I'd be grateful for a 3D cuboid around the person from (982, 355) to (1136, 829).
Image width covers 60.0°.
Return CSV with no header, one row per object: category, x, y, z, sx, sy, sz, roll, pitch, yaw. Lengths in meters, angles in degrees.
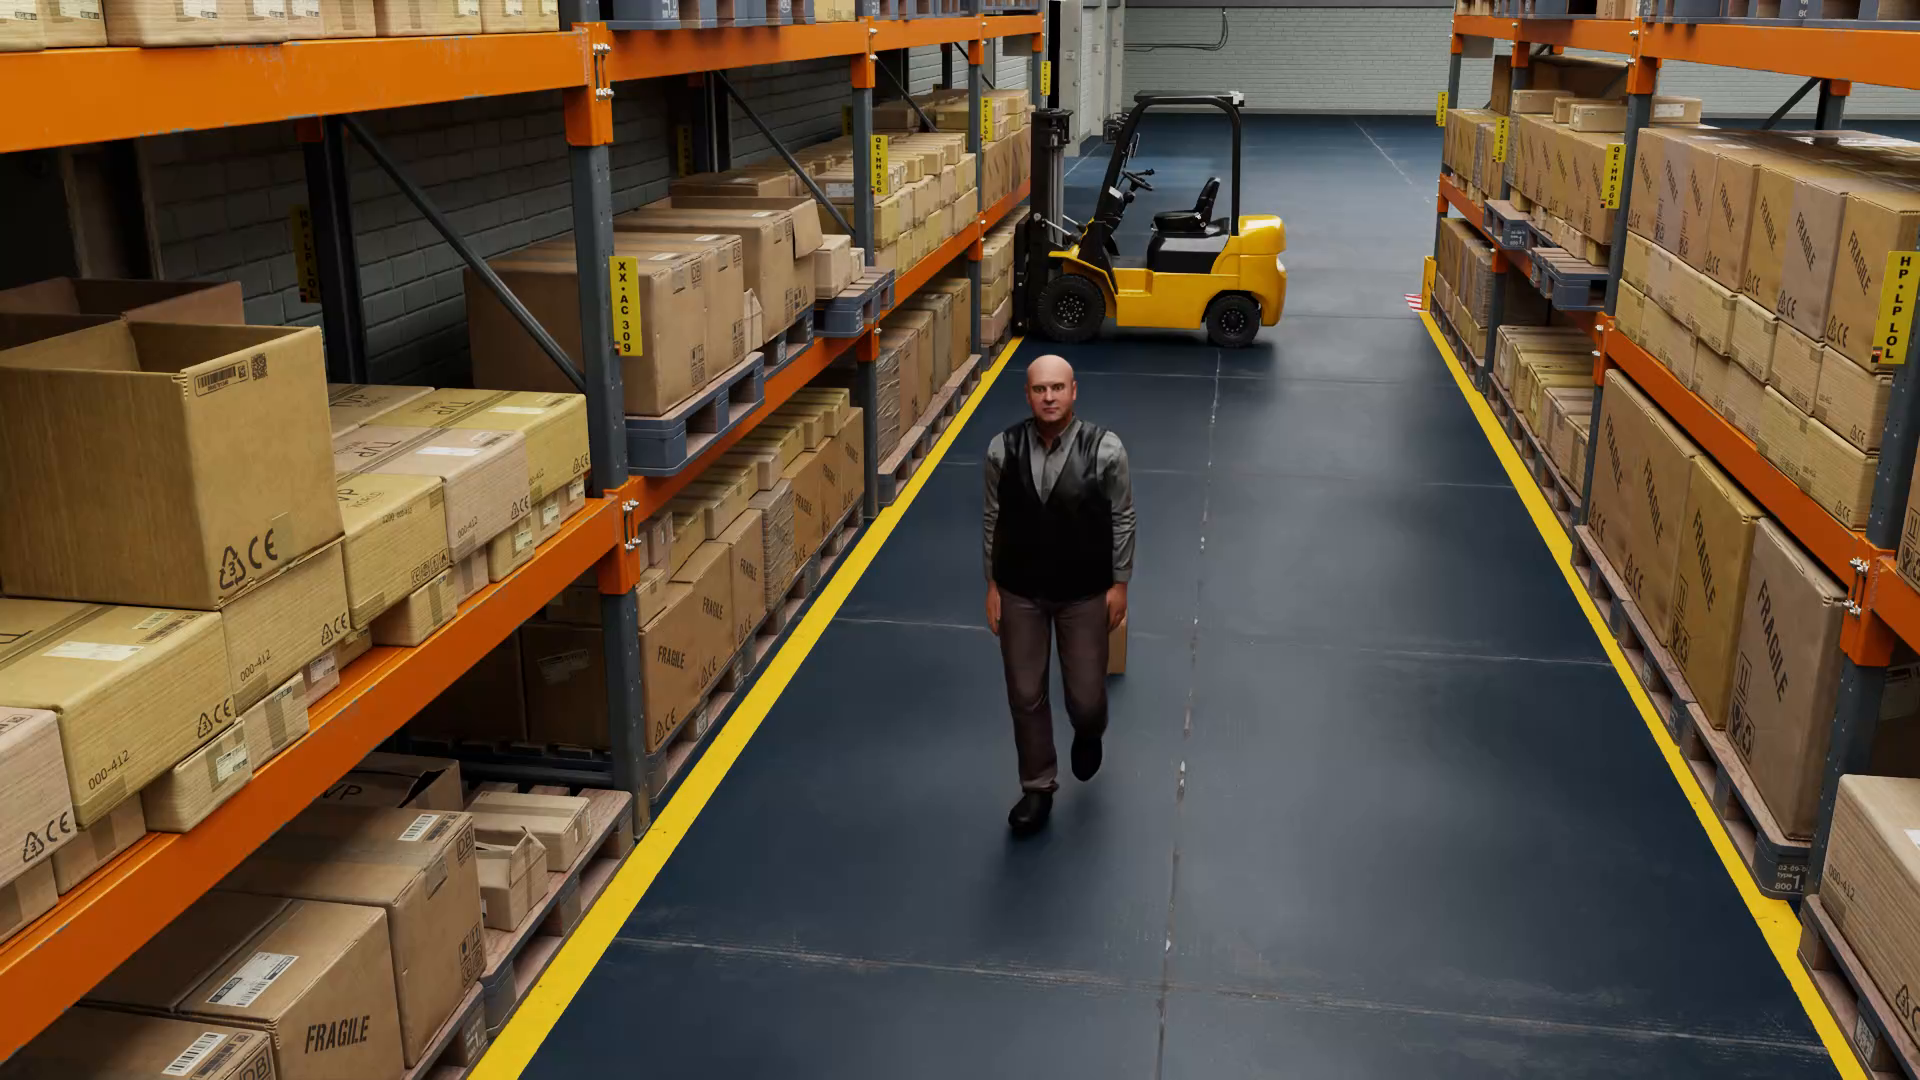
person,0.356,0.168,5.998,0.547,1.709,0.597,5,18,14
